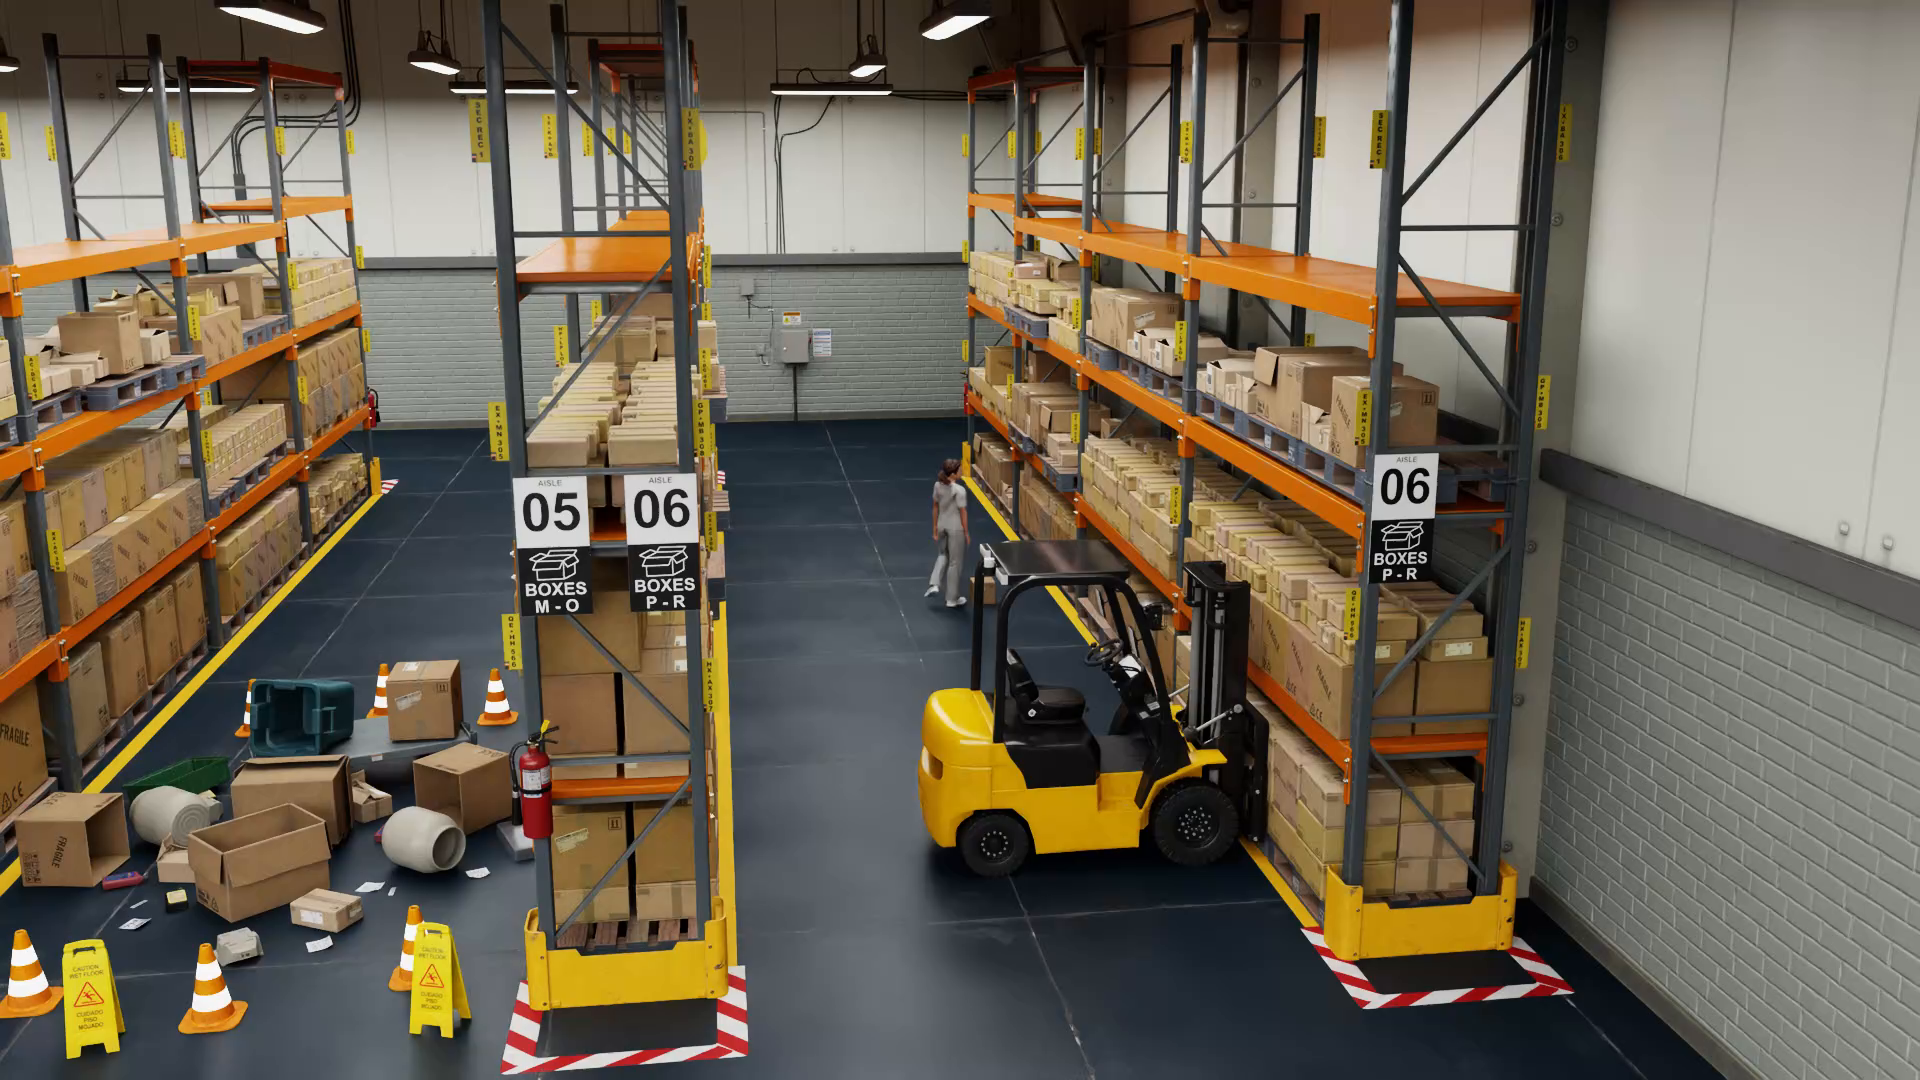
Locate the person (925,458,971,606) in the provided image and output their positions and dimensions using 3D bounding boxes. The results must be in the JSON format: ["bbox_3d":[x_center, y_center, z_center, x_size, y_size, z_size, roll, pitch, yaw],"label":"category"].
[{"bbox_3d":[-0.133,-0.089,18.334,0.504,1.666,0.445,11,17,40],"label":"person"}]
